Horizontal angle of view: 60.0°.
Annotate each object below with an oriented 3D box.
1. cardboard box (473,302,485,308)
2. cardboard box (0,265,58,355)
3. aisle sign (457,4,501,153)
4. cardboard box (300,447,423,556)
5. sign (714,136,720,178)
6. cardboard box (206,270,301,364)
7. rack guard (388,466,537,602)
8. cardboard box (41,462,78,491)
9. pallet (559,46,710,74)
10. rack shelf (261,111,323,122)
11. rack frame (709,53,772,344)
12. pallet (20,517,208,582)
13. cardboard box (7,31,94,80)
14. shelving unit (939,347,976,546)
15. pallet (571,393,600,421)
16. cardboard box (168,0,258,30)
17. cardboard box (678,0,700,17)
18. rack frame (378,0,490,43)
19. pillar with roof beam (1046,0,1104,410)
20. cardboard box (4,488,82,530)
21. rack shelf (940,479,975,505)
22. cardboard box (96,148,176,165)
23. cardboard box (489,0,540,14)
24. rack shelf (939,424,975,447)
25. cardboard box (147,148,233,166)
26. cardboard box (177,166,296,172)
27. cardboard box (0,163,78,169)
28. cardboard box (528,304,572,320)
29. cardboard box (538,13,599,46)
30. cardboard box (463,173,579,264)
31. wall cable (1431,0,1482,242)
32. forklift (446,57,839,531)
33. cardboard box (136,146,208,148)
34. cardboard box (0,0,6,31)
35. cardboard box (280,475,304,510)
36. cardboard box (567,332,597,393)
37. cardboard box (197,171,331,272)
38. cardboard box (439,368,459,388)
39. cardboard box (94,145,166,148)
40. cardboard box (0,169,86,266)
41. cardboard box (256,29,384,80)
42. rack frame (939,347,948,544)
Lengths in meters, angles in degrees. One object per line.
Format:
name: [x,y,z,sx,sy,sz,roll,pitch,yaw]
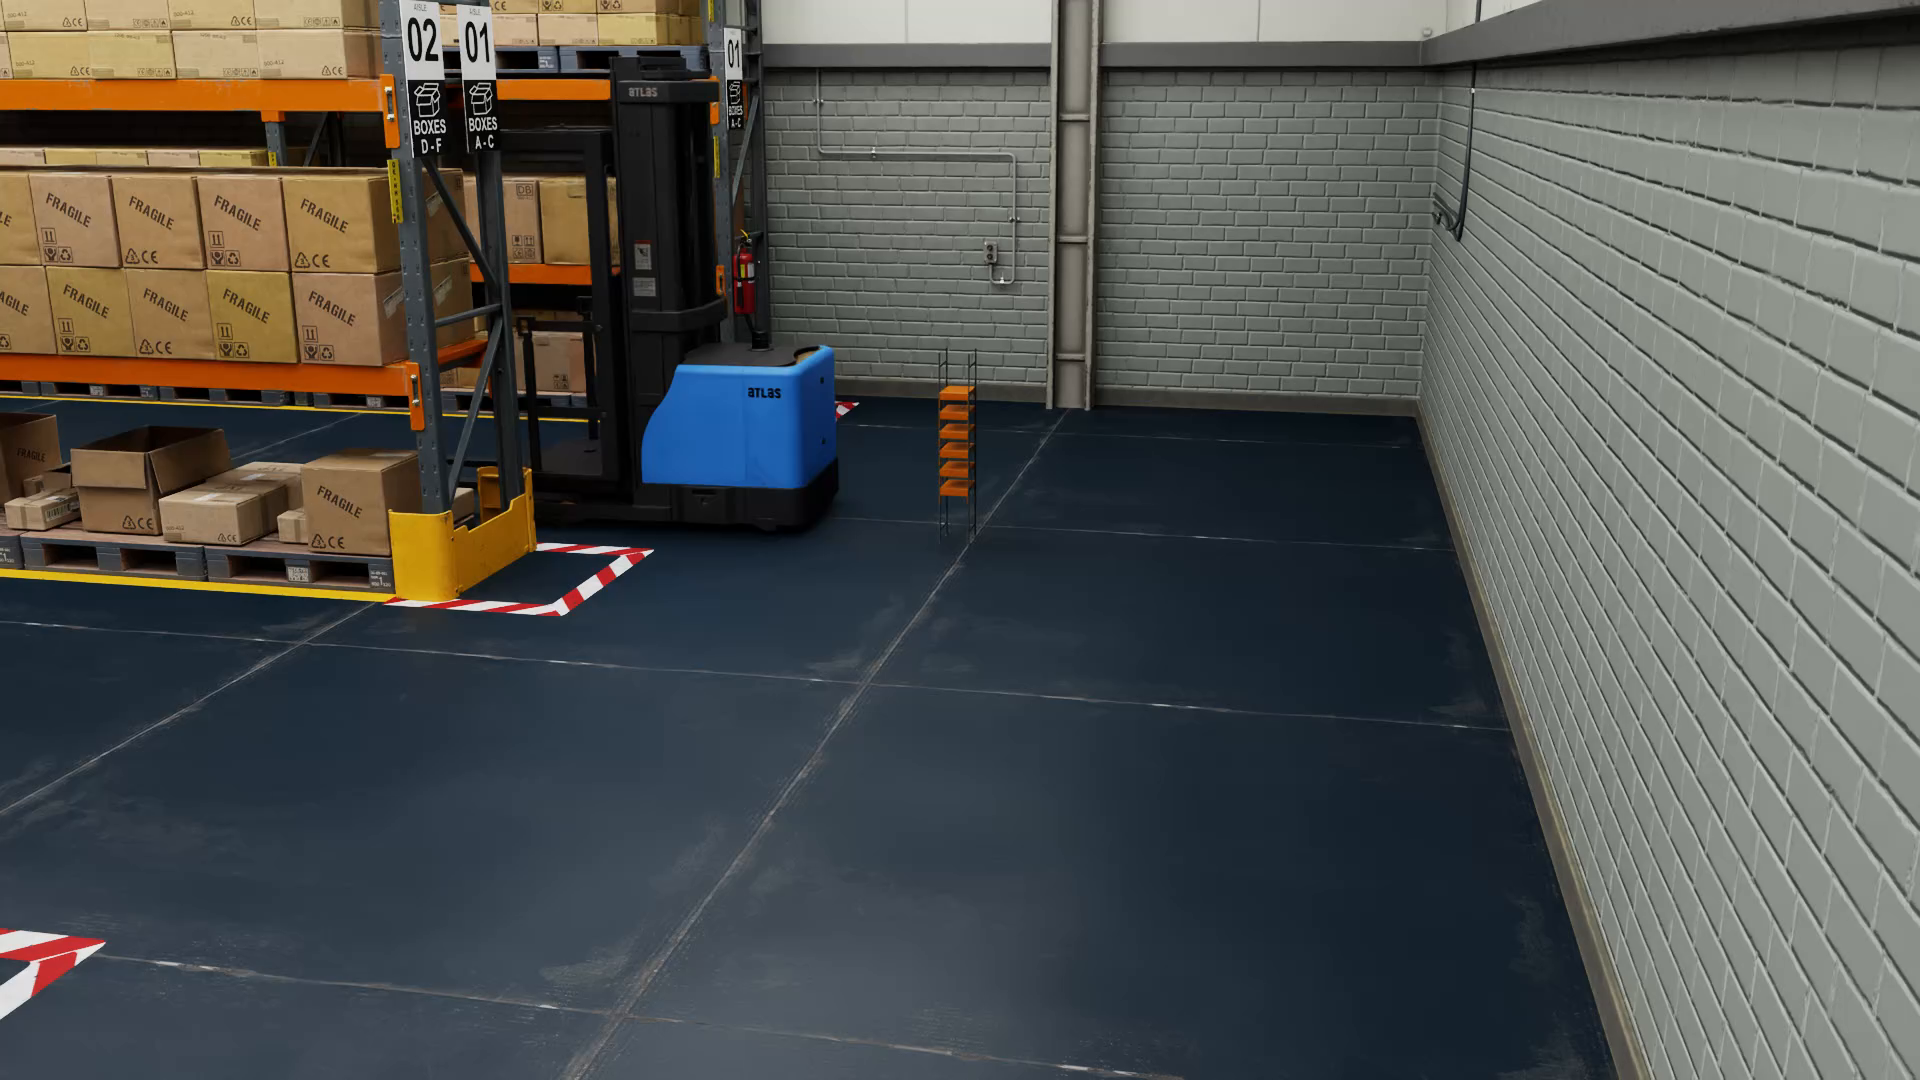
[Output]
cardboard box: [-4.370,-2.026,14.868,0.250,0.149,0.380,3,16,9]
cardboard box: [-5.301,-1.364,9.610,0.500,0.500,0.500,3,16,11]
aisle sign: [-2.693,-2.581,9.321,0.004,0.787,0.394,3,16,11]
cardboard box: [-3.400,-0.227,9.551,0.500,0.500,0.500,3,16,11]
sign: [-1.957,-3.082,13.387,0.005,0.325,0.100,3,16,11]
cardboard box: [-3.821,-1.283,9.316,0.500,0.500,0.500,3,16,12]
rack guard: [-2.893,-0.055,9.752,0.348,0.500,1.175,3,16,11]
cardboard box: [-5.388,-0.388,10.487,0.500,0.311,0.500,3,16,11]
pallet: [-2.564,-3.991,13.827,1.213,0.211,1.003,3,16,11]
rack shelf: [-7.715,-3.969,14.931,4.000,0.370,1.077,3,16,11]
rack frame: [-1.835,-2.551,14.083,0.127,3.000,1.000,3,16,11]
pallet: [-4.866,-0.023,10.180,1.213,0.211,1.003,3,16,11]
cardboard box: [-4.841,-2.670,9.175,0.500,0.250,0.500,3,16,11]
shelving unit: [-0.014,-0.579,10.335,0.189,1.200,0.258,3,16,11]
pallet: [-2.634,-1.229,14.535,1.213,0.211,1.003,3,16,11]
cardboard box: [-3.863,-2.856,8.911,0.500,0.250,0.500,3,16,11]
cardboard box: [-2.502,-4.638,13.901,0.500,0.500,0.500,2,16,9]
rack frame: [-2.818,-4.146,8.603,0.127,3.000,1.000,3,16,11]
pillar with roof beam: [0.125,-4.399,9.515,0.400,9.000,9.100,3,16,11]
cardboard box: [-5.520,-0.192,10.050,0.250,0.166,0.380,3,16,11]
rack shelf: [-0.014,-0.305,10.411,0.180,0.103,0.258,3,16,11]
cardboard box: [-7.262,-3.341,14.749,0.500,0.250,0.500,3,16,12]
cardboard box: [-3.608,-4.559,13.615,0.500,0.500,0.500,2,16,9]
rack shelf: [-0.014,-0.652,10.314,0.180,0.103,0.258,3,16,11]
cardboard box: [-6.762,-3.314,14.651,0.500,0.250,0.500,3,16,12]
cardboard box: [-4.204,-1.931,9.786,0.500,0.500,0.500,3,16,12]
cardboard box: [-5.688,-2.012,10.077,0.500,0.500,0.500,3,16,10]
cardboard box: [-3.621,-1.985,14.721,0.250,0.149,0.380,3,16,12]
cardboard box: [-3.116,-4.172,13.622,0.500,0.250,0.500,3,16,9]
cardboard box: [-3.797,-2.799,14.416,0.700,0.700,0.980,2,16,8]
wall cable: [3.636,-3.552,12.273,0.112,2.526,3.097,3,16,11]
forklift: [-2.397,-1.634,10.899,3.031,2.935,1.130,3,16,9]
cardboard box: [-7.160,-3.471,15.215,0.500,0.250,0.500,3,16,9]
cardboard box: [-5.333,-2.936,9.196,0.500,0.250,0.500,3,16,11]
cardboard box: [-3.785,-0.272,10.181,0.500,0.250,0.500,3,16,11]
cardboard box: [-3.031,-1.587,14.497,0.500,0.500,0.700,3,16,11]
cardboard box: [-3.805,-1.764,9.179,0.500,0.500,0.500,4,16,13]
cardboard box: [-4.551,-1.668,14.789,0.500,0.500,0.700,3,16,11]
cardboard box: [-7.670,-3.499,15.320,0.500,0.250,0.500,3,16,10]
cardboard box: [-5.323,-1.844,9.471,0.500,0.500,0.500,3,16,9]
cardboard box: [-3.374,-2.587,8.873,0.500,0.250,0.500,3,16,11]
rack frame: [-0.104,-0.584,10.352,0.006,1.200,0.240,3,16,11]
